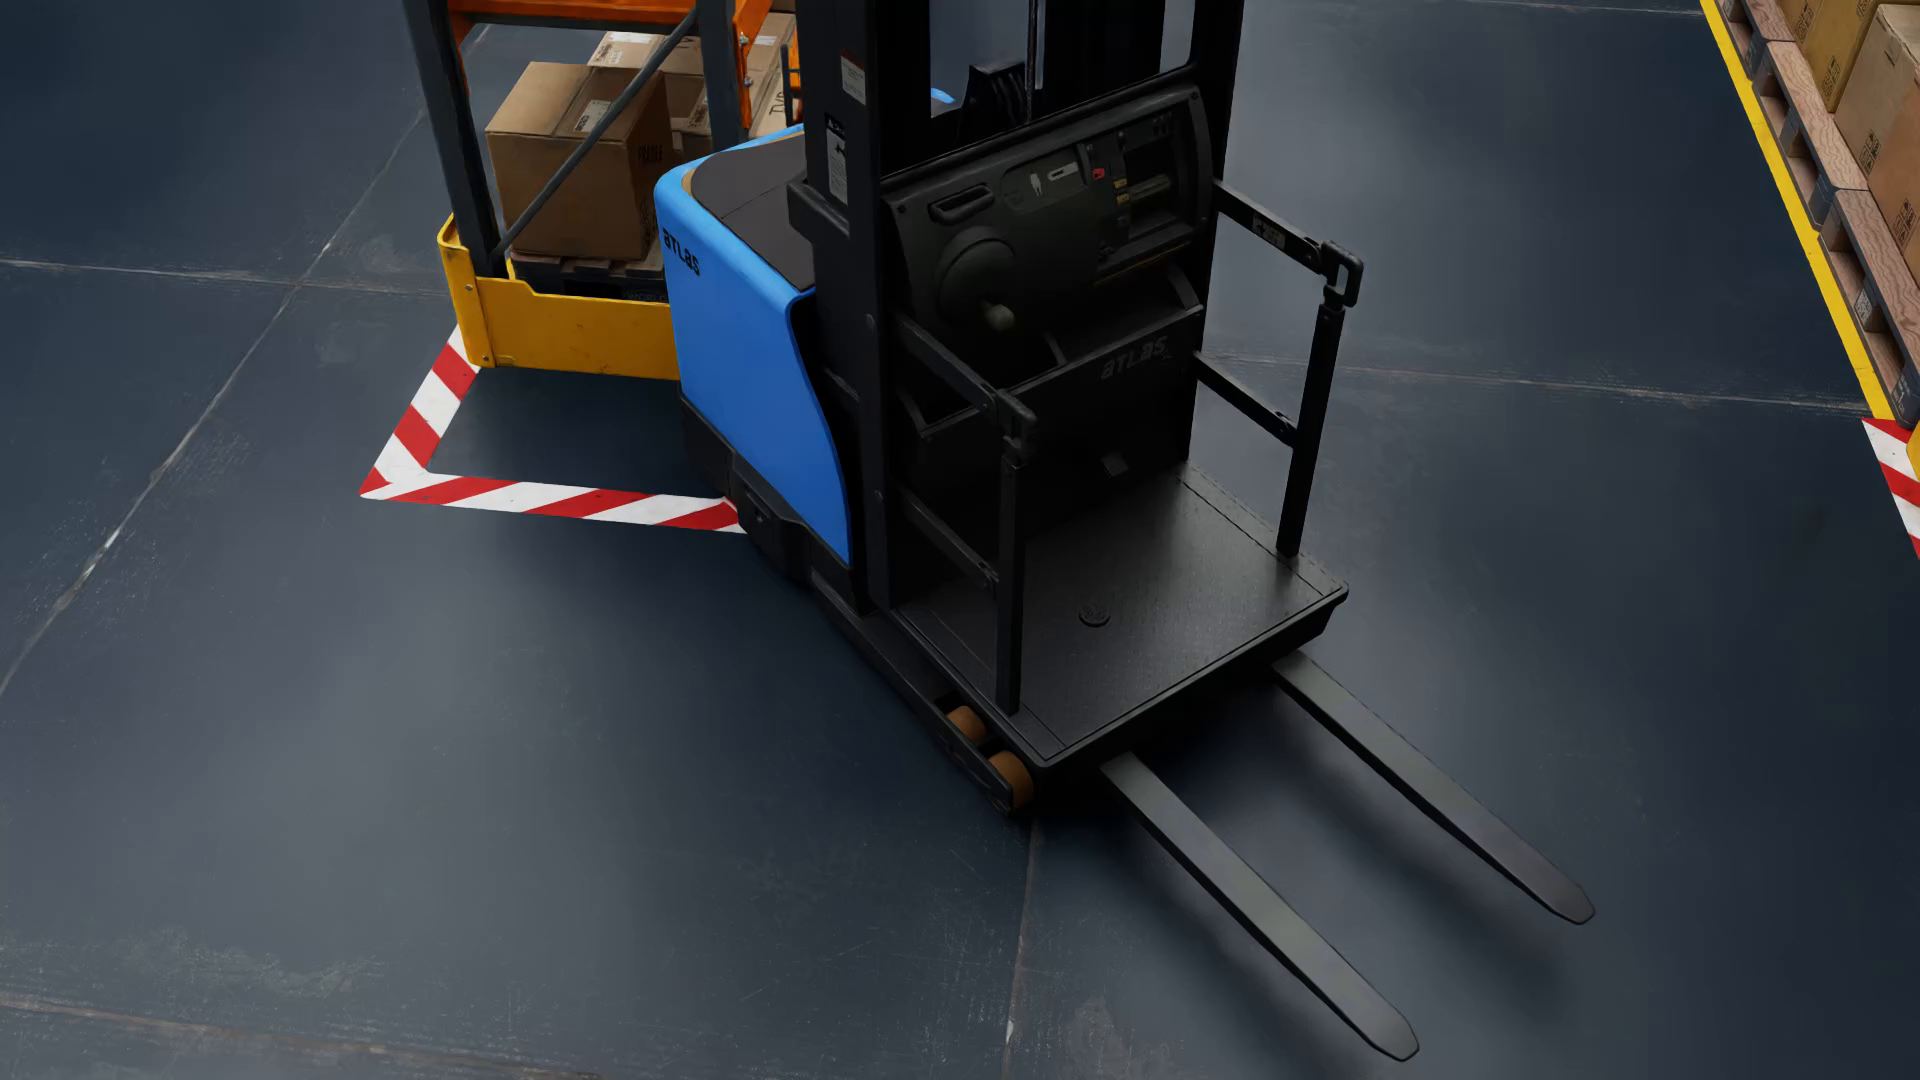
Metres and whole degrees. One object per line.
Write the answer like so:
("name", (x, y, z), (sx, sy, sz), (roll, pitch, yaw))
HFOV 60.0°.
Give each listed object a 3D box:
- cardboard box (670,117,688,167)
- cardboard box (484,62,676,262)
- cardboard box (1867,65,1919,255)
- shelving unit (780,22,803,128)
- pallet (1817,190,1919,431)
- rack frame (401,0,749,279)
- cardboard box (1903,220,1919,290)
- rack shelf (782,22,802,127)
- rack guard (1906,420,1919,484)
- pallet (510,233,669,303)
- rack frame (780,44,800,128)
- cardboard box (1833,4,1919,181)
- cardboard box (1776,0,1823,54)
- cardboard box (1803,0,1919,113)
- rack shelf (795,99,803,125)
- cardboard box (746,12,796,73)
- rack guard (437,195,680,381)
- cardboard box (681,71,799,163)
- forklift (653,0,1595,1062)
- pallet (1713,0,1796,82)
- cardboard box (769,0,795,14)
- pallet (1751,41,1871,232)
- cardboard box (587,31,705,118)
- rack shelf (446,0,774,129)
("cardboard box", (-1.206, -1.515, 6.409), (0.380, 0.166, 0.250), (5, 44, 6))
("cardboard box", (-1.349, -1.368, 6.011), (0.500, 0.500, 0.500), (5, 44, 6))
("cardboard box", (3.794, -1.347, 6.004), (0.700, 0.500, 0.500), (5, 44, 5))
("shelving unit", (-0.427, -1.250, 5.697), (0.258, 1.200, 0.503), (0, 43, 1))
("pallet", (3.762, -0.815, 5.957), (1.003, 0.211, 1.213), (5, 44, 6))
("rack frame", (-1.176, -1.723, 4.888), (1.000, 3.000, 0.127), (5, 44, 6))
("cardboard box", (3.728, -1.006, 5.644), (0.700, 0.500, 0.500), (5, 44, 6))
("rack shelf", (-0.428, -1.535, 5.426), (0.258, 0.148, 0.480), (0, 43, 1))
("rack guard", (3.731, -0.351, 5.258), (1.175, 0.500, 0.348), (5, 44, 6))
("pallet", (-1.062, -1.306, 6.476), (1.003, 0.211, 1.213), (5, 44, 6))
("rack frame", (-0.430, -1.082, 5.519), (0.240, 1.200, 0.015), (0, 43, 1))
("cardboard box", (3.860, -1.690, 6.366), (0.700, 0.500, 0.500), (4, 44, 4))
("cardboard box", (3.993, -2.404, 7.120), (0.700, 0.500, 0.500), (5, 44, 5))
("cardboard box", (3.923, -2.054, 6.751), (0.700, 0.500, 0.500), (6, 44, 6))
("rack shelf", (-0.427, -1.364, 5.589), (0.258, 0.148, 0.480), (0, 43, 1))
("cardboard box", (-0.691, -1.911, 6.766), (0.500, 0.250, 0.500), (5, 44, 6))
("rack guard", (-1.166, -0.867, 5.802), (1.175, 0.500, 0.348), (5, 44, 6))
("cardboard box", (-0.757, -1.570, 6.406), (0.500, 0.250, 0.500), (5, 44, 6))
("forklift", (0.365, -0.718, 3.876), (1.130, 2.935, 3.031), (-27, 49, -25))
("pallet", (4.085, -2.478, 7.713), (1.003, 0.211, 1.213), (5, 44, 6))
("cardboard box", (-0.891, -2.422, 7.122), (0.797, 0.503, 0.637), (5, 44, 6))
("pallet", (3.926, -1.644, 6.833), (1.003, 0.211, 1.213), (5, 44, 6))
("cardboard box", (-1.193, -1.922, 6.778), (0.500, 0.250, 0.500), (5, 44, 6))
("rack shelf", (-0.912, -2.825, 6.575), (1.077, 0.370, 4.000), (5, 44, 6))
